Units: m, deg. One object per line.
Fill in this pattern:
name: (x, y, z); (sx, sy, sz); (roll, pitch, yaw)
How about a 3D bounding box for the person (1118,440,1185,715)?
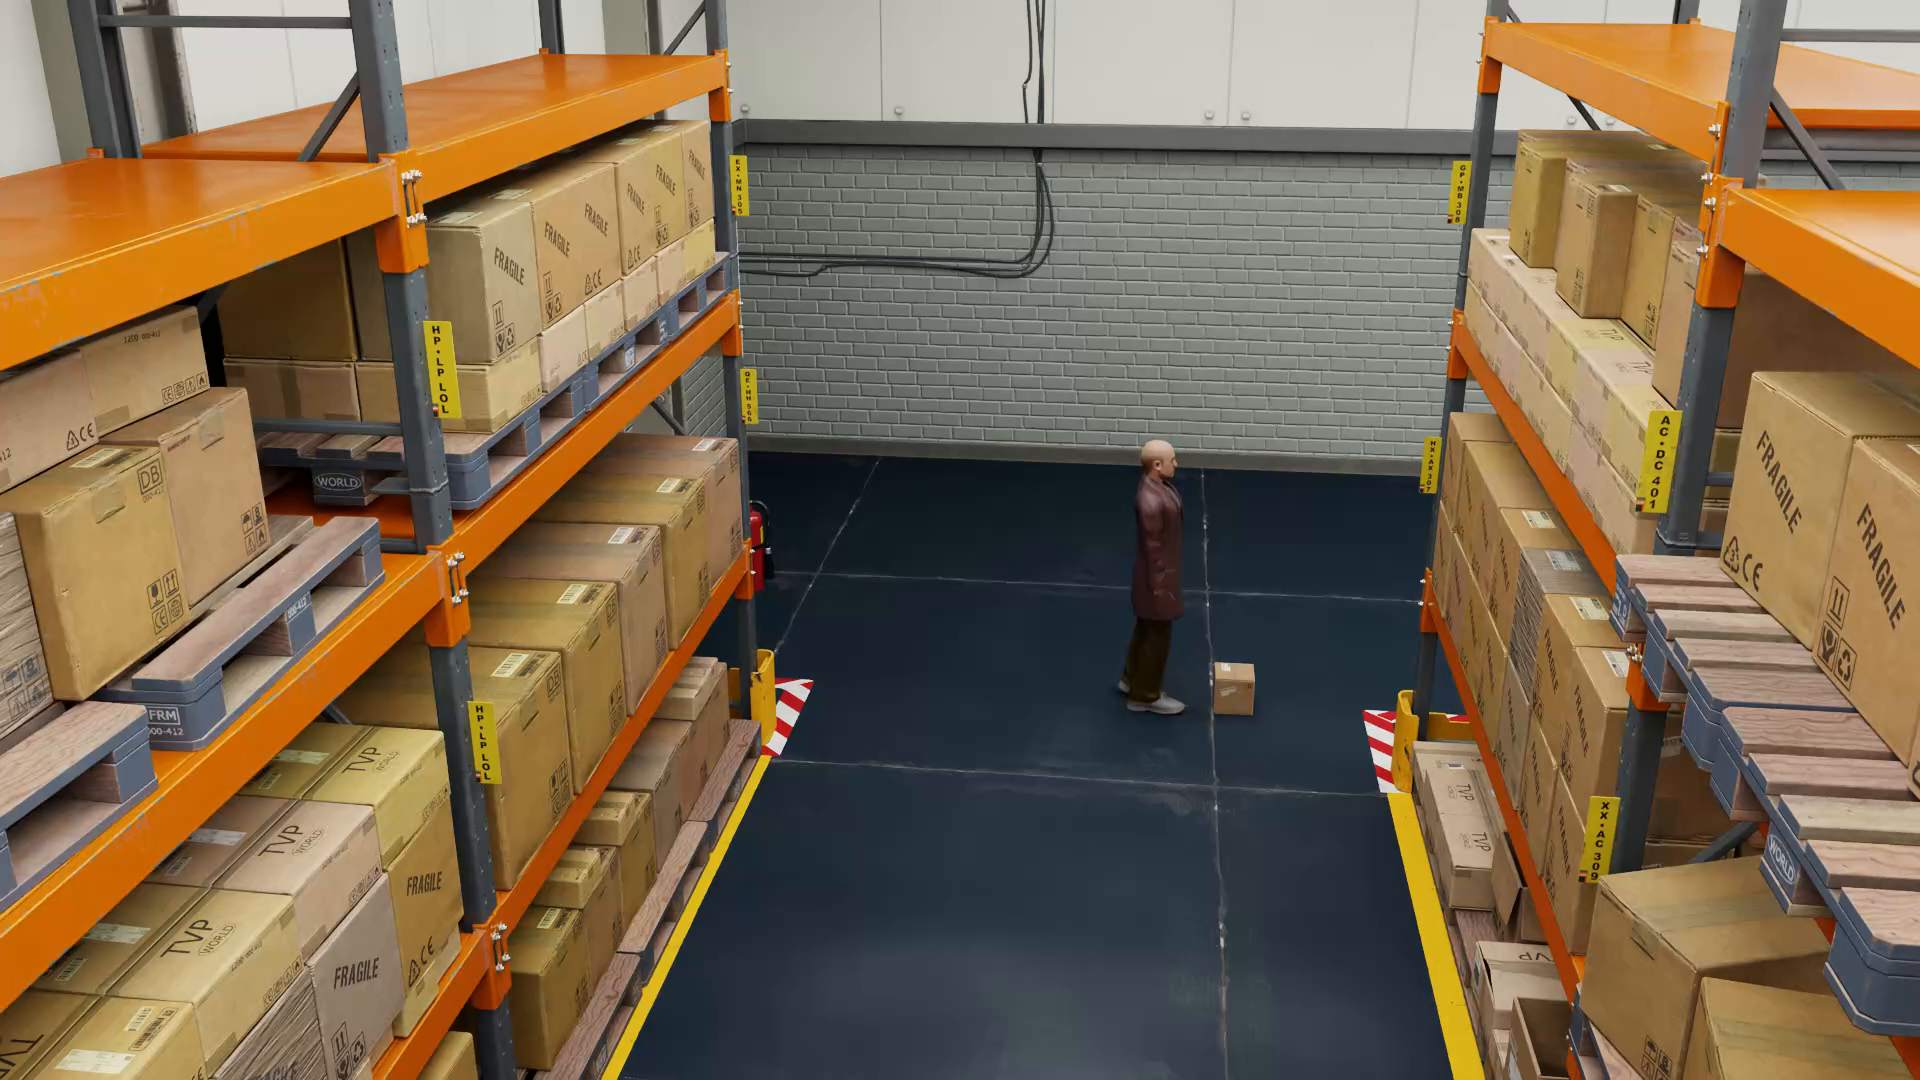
person: (1.244, 0.249, 10.532); (0.443, 1.835, 0.564); (3, 21, 8)
